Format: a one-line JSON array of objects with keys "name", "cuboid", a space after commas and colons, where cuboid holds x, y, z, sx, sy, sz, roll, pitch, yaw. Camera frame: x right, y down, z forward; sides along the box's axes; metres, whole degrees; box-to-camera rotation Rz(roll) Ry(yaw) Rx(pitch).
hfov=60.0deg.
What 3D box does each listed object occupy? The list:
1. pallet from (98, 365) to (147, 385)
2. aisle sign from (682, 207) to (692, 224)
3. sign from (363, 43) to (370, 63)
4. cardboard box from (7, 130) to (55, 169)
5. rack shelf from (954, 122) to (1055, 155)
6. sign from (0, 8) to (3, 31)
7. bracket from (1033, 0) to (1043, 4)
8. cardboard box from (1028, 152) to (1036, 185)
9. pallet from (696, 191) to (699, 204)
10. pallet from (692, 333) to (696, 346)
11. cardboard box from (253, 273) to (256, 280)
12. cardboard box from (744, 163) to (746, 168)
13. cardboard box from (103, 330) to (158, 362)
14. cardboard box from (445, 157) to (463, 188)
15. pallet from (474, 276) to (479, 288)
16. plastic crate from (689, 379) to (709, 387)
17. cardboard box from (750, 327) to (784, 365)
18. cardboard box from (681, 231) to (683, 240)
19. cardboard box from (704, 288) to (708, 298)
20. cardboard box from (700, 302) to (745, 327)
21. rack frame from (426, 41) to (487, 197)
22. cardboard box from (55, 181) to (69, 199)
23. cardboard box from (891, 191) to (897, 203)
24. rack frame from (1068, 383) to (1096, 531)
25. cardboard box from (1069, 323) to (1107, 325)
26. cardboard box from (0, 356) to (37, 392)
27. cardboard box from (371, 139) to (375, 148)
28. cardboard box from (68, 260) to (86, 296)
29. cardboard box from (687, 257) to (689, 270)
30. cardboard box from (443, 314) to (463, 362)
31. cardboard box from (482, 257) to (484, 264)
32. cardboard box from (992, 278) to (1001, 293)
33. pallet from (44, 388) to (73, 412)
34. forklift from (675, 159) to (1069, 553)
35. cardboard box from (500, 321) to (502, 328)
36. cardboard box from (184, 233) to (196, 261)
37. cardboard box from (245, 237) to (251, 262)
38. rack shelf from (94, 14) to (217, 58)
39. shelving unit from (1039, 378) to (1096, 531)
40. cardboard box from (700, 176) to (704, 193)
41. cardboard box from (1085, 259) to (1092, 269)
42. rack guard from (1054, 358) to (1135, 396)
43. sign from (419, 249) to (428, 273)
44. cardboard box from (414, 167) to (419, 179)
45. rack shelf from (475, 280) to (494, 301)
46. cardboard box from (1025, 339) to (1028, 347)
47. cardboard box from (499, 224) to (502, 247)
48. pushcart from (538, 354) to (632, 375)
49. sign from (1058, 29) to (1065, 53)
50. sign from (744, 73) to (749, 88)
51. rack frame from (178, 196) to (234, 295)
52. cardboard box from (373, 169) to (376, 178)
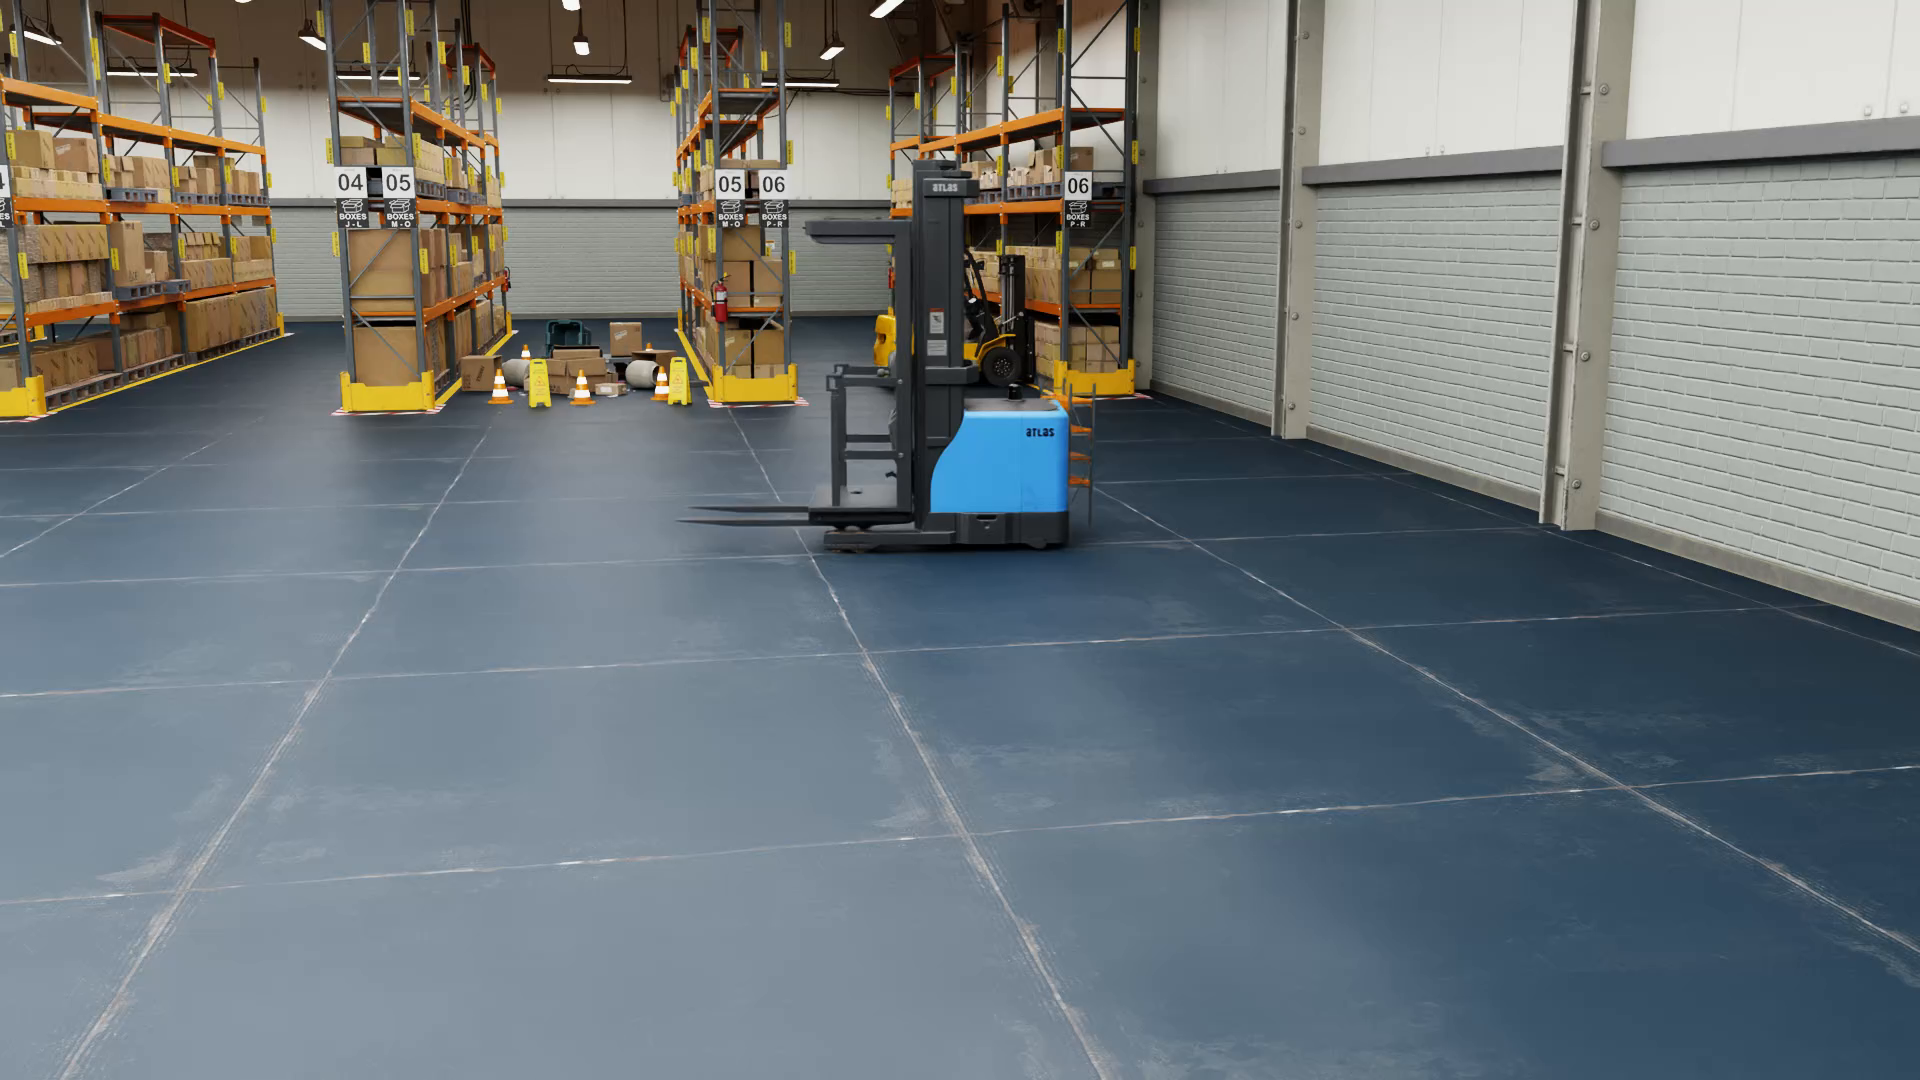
[{"name": "pallet", "cuboid": [-13.547, -2.599, 26.284, 1.003, 0.211, 1.213, -2, 11, -11]}, {"name": "aisle sign", "cuboid": [-6.306, -7.667, 38.501, 0.394, 0.787, 0.004, -2, 11, -11]}, {"name": "sign", "cuboid": [-9.039, -7.410, 25.353, 0.100, 0.325, 0.005, -2, 11, -11]}, {"name": "cardboard box", "cuboid": [-12.640, -5.288, 22.537, 0.500, 0.500, 0.500, -2, 11, -11]}, {"name": "rack shelf", "cuboid": [0.806, -7.131, 29.590, 1.077, 0.370, 4.000, -2, 11, -11]}, {"name": "sign", "cuboid": [-12.084, -6.557, 20.867, 0.100, 0.325, 0.005, -2, 11, -11]}, {"name": "bracket", "cuboid": [1.791, -9.045, 27.025, 0.076, 0.066, 4.783, -2, 11, -11]}, {"name": "cardboard box", "cuboid": [1.470, -5.786, 25.883, 0.797, 0.503, 0.637, -2, 11, -9]}, {"name": "pallet", "cuboid": [-3.894, -5.875, 28.518, 1.213, 0.211, 1.003, -2, 11, -11]}, {"name": "pallet", "cuboid": [-5.005, -4.145, 34.408, 1.003, 0.211, 1.213, -2, 11, -11]}, {"name": "cardboard box", "cuboid": [-14.986, -5.522, 34.856, 0.380, 0.149, 0.250, -2, 11, -13]}, {"name": "cardboard box", "cuboid": [-3.030, -5.547, 24.835, 0.380, 0.149, 0.250, -2, 11, -10]}, {"name": "cardboard box", "cuboid": [-13.785, -3.220, 27.602, 0.700, 0.500, 0.500, -1, 11, -6]}, {"name": "cardboard box", "cuboid": [-8.675, -6.191, 28.018, 0.500, 0.500, 0.500, -2, 11, -11]}, {"name": "pallet", "cuboid": [-9.530, -4.754, 30.663, 1.213, 0.211, 1.003, -2, 11, -11]}, {"name": "plastic crate", "cuboid": [-4.173, -2.434, 25.771, 0.402, 0.080, 0.583, -6, 13, -31]}, {"name": "cardboard box", "cuboid": [-2.786, -2.839, 24.313, 0.500, 0.500, 0.500, -3, 11, -13]}, {"name": "cardboard box", "cuboid": [-5.791, -6.456, 36.154, 0.500, 0.500, 0.500, -2, 11, -10]}, {"name": "cardboard box", "cuboid": [-3.927, -3.993, 26.826, 0.380, 0.149, 0.250, -2, 11, -11]}, {"name": "cardboard box", "cuboid": [-4.504, -4.212, 31.862, 0.875, 0.875, 0.875, -2, 11, -12]}, {"name": "rack frame", "cuboid": [-10.065, -8.402, 33.272, 1.000, 3.000, 0.127, -2, 11, -11]}, {"name": "cardboard box", "cuboid": [-12.762, -4.870, 23.141, 0.500, 0.250, 0.500, -2, 11, -9]}, {"name": "cardboard box", "cuboid": [-1.321, -8.023, 38.908, 0.500, 0.250, 0.500, -2, 11, -12]}, {"name": "rack frame", "cuboid": [0.978, -0.674, 13.516, 0.240, 1.200, 0.015, -4, 11, -26]}, {"name": "cardboard box", "cuboid": [1.964, -3.167, 25.369, 0.500, 0.250, 0.500, -2, 11, -11]}, {"name": "cardboard box", "cuboid": [-12.721, -2.185, 22.219, 0.500, 0.500, 0.500, 0, 11, 0]}, {"name": "cardboard box", "cuboid": [-8.279, -5.441, 22.886, 0.380, 0.149, 0.250, -2, 11, -10]}, {"name": "cardboard box", "cuboid": [-13.109, -3.755, 23.840, 0.875, 0.500, 0.500, -2, 11, -11]}, {"name": "cardboard box", "cuboid": [-5.220, -5.546, 33.377, 0.500, 0.250, 0.500, -2, 11, -10]}, {"name": "cardboard box", "cuboid": [-8.902, -3.376, 27.806, 1.050, 0.750, 0.750, -2, 11, -11]}, {"name": "cardboard box", "cuboid": [-9.794, -5.618, 33.444, 0.380, 0.149, 0.250, -2, 11, -9]}, {"name": "cardboard box", "cuboid": [0.840, -4.376, 28.569, 0.500, 0.250, 0.500, -2, 11, -10]}, {"name": "pallet", "cuboid": [-12.754, -1.886, 22.543, 1.003, 0.211, 1.213, -2, 11, -11]}, {"name": "forklift", "cuboid": [-0.684, -1.439, 12.918, 3.031, 2.935, 1.130, 0, 11, -1]}, {"name": "cardboard box", "cuboid": [-10.248, -4.721, 36.479, 0.380, 0.149, 0.250, -3, 11, -14]}, {"name": "cardboard box", "cuboid": [-14.423, -5.355, 30.361, 0.797, 0.503, 0.637, -2, 11, -10]}, {"name": "cardboard box", "cuboid": [-14.987, -6.017, 34.386, 0.500, 0.500, 0.500, -2, 11, -13]}, {"name": "rack shelf", "cuboid": [-14.561, -9.152, 30.251, 1.077, 0.370, 4.000, -2, 11, -11]}, {"name": "shelving unit", "cuboid": [0.870, -0.715, 13.730, 0.258, 1.200, 0.503, -4, 11, -26]}, {"name": "cardboard box", "cuboid": [-3.857, -5.641, 26.397, 0.500, 0.250, 0.500, -2, 11, -12]}, {"name": "cardboard box", "cuboid": [2.051, -4.116, 24.797, 0.380, 0.149, 0.250, -2, 11, -11]}, {"name": "rack guard", "cuboid": [1.977, -2.401, 24.475, 1.175, 0.500, 0.348, -2, 11, -11]}, {"name": "sign", "cuboid": [-7.186, -3.737, 22.282, 0.100, 0.325, 0.005, -2, 11, -11]}, {"name": "cardboard box", "cuboid": [-7.484, -4.934, 22.356, 0.380, 0.149, 0.250, -2, 11, -11]}, {"name": "rack shelf", "cuboid": [-9.676, -4.735, 31.973, 1.077, 0.370, 4.000, -2, 11, -11]}, {"name": "cardboard box", "cuboid": [1.270, -3.091, 26.307, 0.500, 0.250, 0.500, -2, 11, -11]}, {"name": "cardboard box", "cuboid": [-10.510, -6.800, 37.163, 0.500, 0.500, 0.500, -2, 11, -12]}, {"name": "pushcart", "cuboid": [-5.900, -2.806, 26.929, 1.648, 0.377, 0.936, -6, 13, -31]}, {"name": "sign", "cuboid": [1.438, -7.061, 23.519, 0.100, 0.325, 0.005, -2, 11, -11]}, {"name": "sign", "cuboid": [-3.921, -8.386, 30.479, 0.100, 0.325, 0.005, -2, 11, -11]}, {"name": "rack frame", "cuboid": [-14.950, -5.293, 32.983, 1.000, 3.000, 0.127, -2, 11, -11]}, {"name": "cardboard box", "cuboid": [-8.276, -5.048, 22.954, 0.380, 0.149, 0.250, -2, 11, -10]}]
